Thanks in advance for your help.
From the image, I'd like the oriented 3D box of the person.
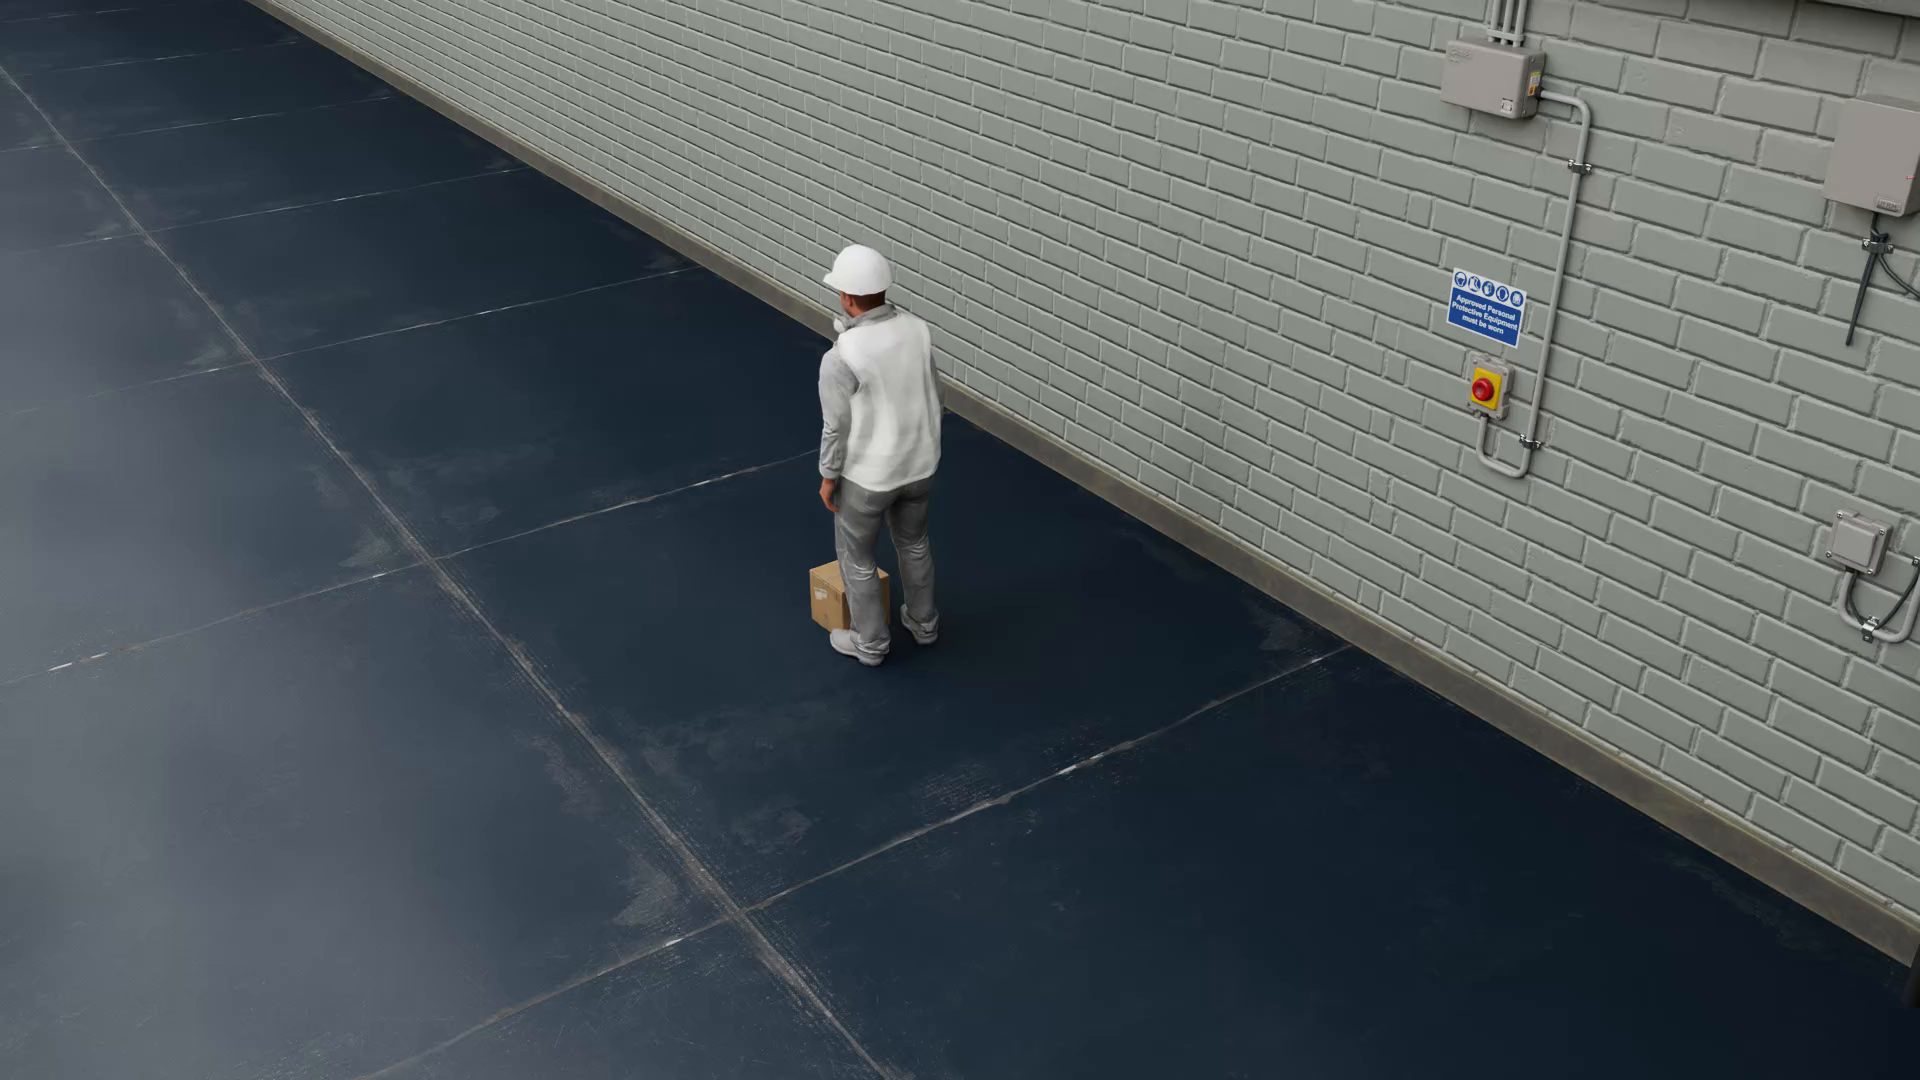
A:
[{"bbox_3d":[-0.321,-0.317,6.687,0.583,1.767,0.463,-21,35,-33],"label":"person"}]
